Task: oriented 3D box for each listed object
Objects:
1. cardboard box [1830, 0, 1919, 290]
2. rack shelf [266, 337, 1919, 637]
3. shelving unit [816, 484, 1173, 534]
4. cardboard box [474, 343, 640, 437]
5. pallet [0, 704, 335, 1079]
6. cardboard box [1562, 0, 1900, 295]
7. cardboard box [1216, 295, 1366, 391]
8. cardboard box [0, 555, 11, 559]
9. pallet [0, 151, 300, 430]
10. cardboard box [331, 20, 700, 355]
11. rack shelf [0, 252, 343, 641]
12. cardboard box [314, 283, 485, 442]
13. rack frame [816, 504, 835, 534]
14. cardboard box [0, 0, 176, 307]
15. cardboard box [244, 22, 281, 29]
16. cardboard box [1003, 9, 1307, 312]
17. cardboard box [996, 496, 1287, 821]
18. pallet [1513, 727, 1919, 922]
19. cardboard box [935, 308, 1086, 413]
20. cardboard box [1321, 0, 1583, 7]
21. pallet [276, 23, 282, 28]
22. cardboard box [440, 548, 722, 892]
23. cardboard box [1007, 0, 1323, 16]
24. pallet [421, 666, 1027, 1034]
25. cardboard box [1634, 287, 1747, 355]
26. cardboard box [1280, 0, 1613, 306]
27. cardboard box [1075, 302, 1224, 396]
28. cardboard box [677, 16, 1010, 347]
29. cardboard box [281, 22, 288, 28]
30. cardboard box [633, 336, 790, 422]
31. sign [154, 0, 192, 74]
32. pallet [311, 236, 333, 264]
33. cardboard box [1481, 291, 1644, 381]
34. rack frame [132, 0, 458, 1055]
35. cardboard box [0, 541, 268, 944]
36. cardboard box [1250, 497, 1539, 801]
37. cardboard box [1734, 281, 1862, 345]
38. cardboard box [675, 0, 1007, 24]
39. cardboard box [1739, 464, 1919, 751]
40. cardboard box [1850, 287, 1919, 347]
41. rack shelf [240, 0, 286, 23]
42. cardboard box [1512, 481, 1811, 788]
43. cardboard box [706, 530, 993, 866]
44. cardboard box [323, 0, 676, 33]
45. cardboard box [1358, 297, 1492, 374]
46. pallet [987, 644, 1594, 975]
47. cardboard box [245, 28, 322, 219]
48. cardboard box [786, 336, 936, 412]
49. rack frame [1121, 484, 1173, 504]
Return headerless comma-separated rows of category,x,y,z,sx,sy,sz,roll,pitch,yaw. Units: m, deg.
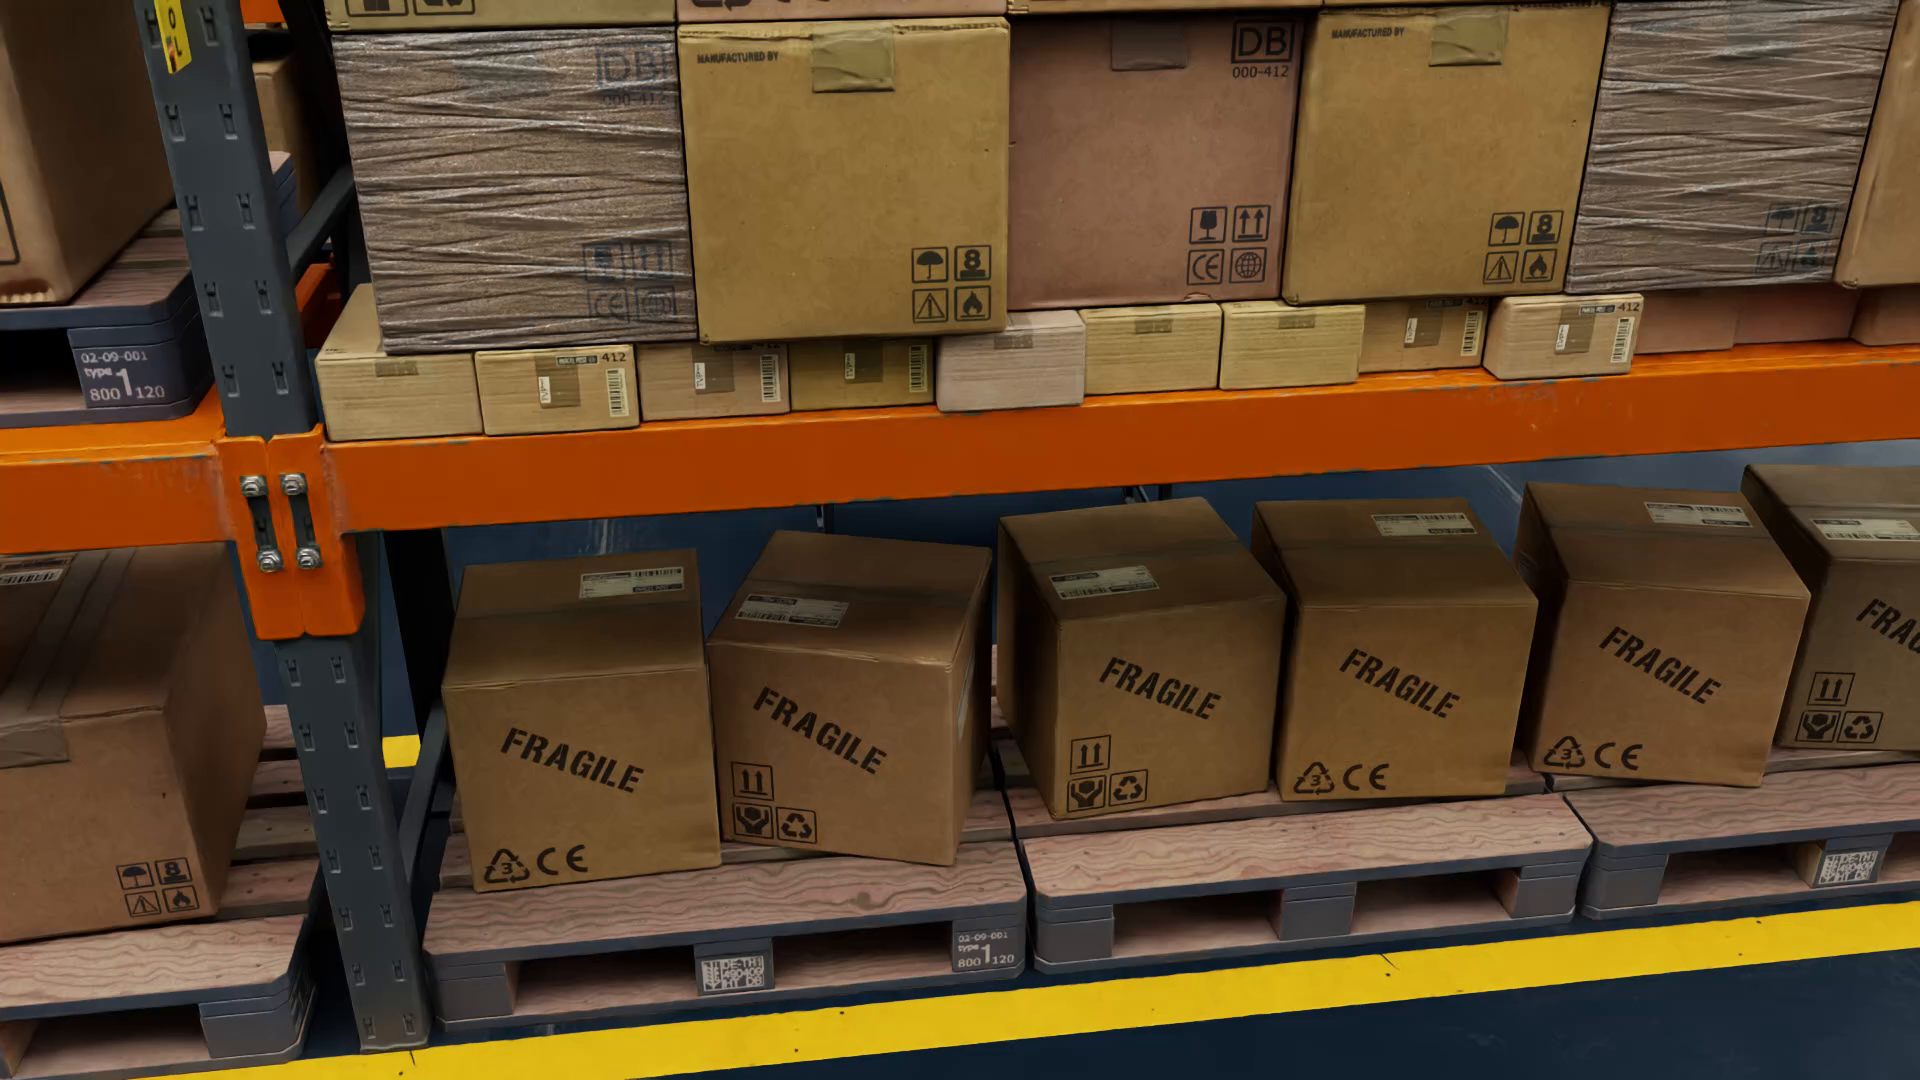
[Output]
cardboard box,1.749,-0.873,3.230,0.500,0.500,0.875,-4,27,-7
rack shelf,0.795,-0.357,3.448,4.000,0.370,1.077,-4,27,-7
shelving unit,0.084,-0.673,4.918,1.048,1.500,0.538,-4,27,-7
cardboard box,-0.681,-0.326,2.875,0.250,0.149,0.380,-4,27,-7
pallet,-1.956,0.741,3.575,1.213,0.211,1.003,-4,27,-7
cardboard box,1.248,-0.860,3.206,0.500,0.500,0.875,-4,27,-7
cardboard box,0.553,-0.417,3.053,0.250,0.149,0.380,-4,27,-7
cardboard box,-2.271,0.418,3.407,0.500,0.500,0.700,-4,27,-7
pallet,-1.962,-0.482,3.113,1.213,0.211,1.003,-4,27,-7
cardboard box,-0.731,-0.727,2.947,0.500,0.500,0.875,-4,27,-7
rack shelf,-3.166,-0.103,2.952,4.000,0.370,1.077,-4,27,-7
cardboard box,-0.930,-0.316,2.855,0.250,0.149,0.380,-4,27,-7
rack frame,-0.419,-0.640,4.855,0.032,1.500,0.500,-4,27,-7
cardboard box,-1.991,-1.016,2.828,1.000,1.000,1.000,-3,27,-7
cardboard box,-5.236,-3.875,11.935,0.625,0.372,0.950,-4,27,-8
cardboard box,0.250,-0.821,3.128,0.500,0.500,0.875,-4,27,-7
cardboard box,0.386,0.253,3.749,0.500,0.500,0.500,-6,28,-12
pallet,1.891,0.477,4.090,1.213,0.211,1.003,-4,27,-7
cardboard box,0.062,-0.372,2.964,0.250,0.149,0.380,-4,27,-7
cardboard box,0.779,-1.186,2.745,0.500,0.500,0.500,-4,27,-7
pallet,-4.547,-3.660,12.152,1.213,0.211,1.003,-4,27,-7
cardboard box,-0.784,0.368,3.525,0.500,0.500,0.500,-4,28,-9
cardboard box,0.286,-1.149,2.674,0.500,0.500,0.500,-4,27,-7
pallet,-0.525,0.632,3.787,1.213,0.211,1.003,-4,27,-7
cardboard box,1.287,-0.494,3.203,0.250,0.149,0.380,-4,27,-7
cardboard box,0.751,-0.834,3.154,0.500,0.500,0.875,-4,27,-7
cardboard box,0.304,-0.407,3.032,0.250,0.149,0.380,-4,27,-7
cardboard box,-0.231,-0.743,2.978,0.500,0.500,0.875,-4,27,-7
cardboard box,-4.485,-3.921,12.024,0.625,0.372,0.950,-3,27,-5
cardboard box,-0.437,-0.354,2.930,0.250,0.149,0.380,-4,27,-7
sign,-1.104,-0.814,2.283,0.005,0.325,0.100,-4,27,-7
pallet,-2.530,-1.475,7.893,1.213,0.211,1.003,-4,27,-7
cardboard box,1.052,-0.438,3.094,0.250,0.149,0.380,-4,27,-7
rack frame,-1.185,-0.550,3.036,0.127,3.000,1.000,-4,27,-7
cardboard box,-1.796,0.396,3.449,0.500,0.500,0.700,-6,28,-11
cardboard box,0.945,0.238,3.779,0.500,0.500,0.500,-1,27,-2
cardboard box,1.531,-0.520,3.253,0.250,0.149,0.380,-4,27,-7
cardboard box,-0.209,-1.118,2.612,0.500,0.500,0.500,-4,27,-7
cardboard box,2.155,0.153,3.944,0.500,0.500,0.500,1,27,2
cardboard box,1.785,-0.517,3.248,0.250,0.149,0.380,-4,27,-7
rack shelf,-3.757,-2.351,7.335,4.000,0.370,1.077,-4,27,-7
cardboard box,1.568,0.207,3.840,0.500,0.500,0.500,3,27,6
cardboard box,-0.217,0.328,3.603,0.500,0.500,0.500,5,28,9
cardboard box,-0.704,-1.085,2.549,0.500,0.500,0.500,-4,27,-7
cardboard box,0.794,-0.454,3.124,0.250,0.149,0.380,-4,27,-7
pallet,0.686,0.553,3.941,1.213,0.211,1.003,-4,27,-7
cardboard box,-3.334,-1.845,7.564,0.750,0.750,1.050,-4,27,-7
cardboard box,-0.191,-0.375,2.969,0.250,0.149,0.380,-4,27,-7
rack frame,0.588,-0.705,4.981,0.032,1.500,0.500,-4,27,-7
